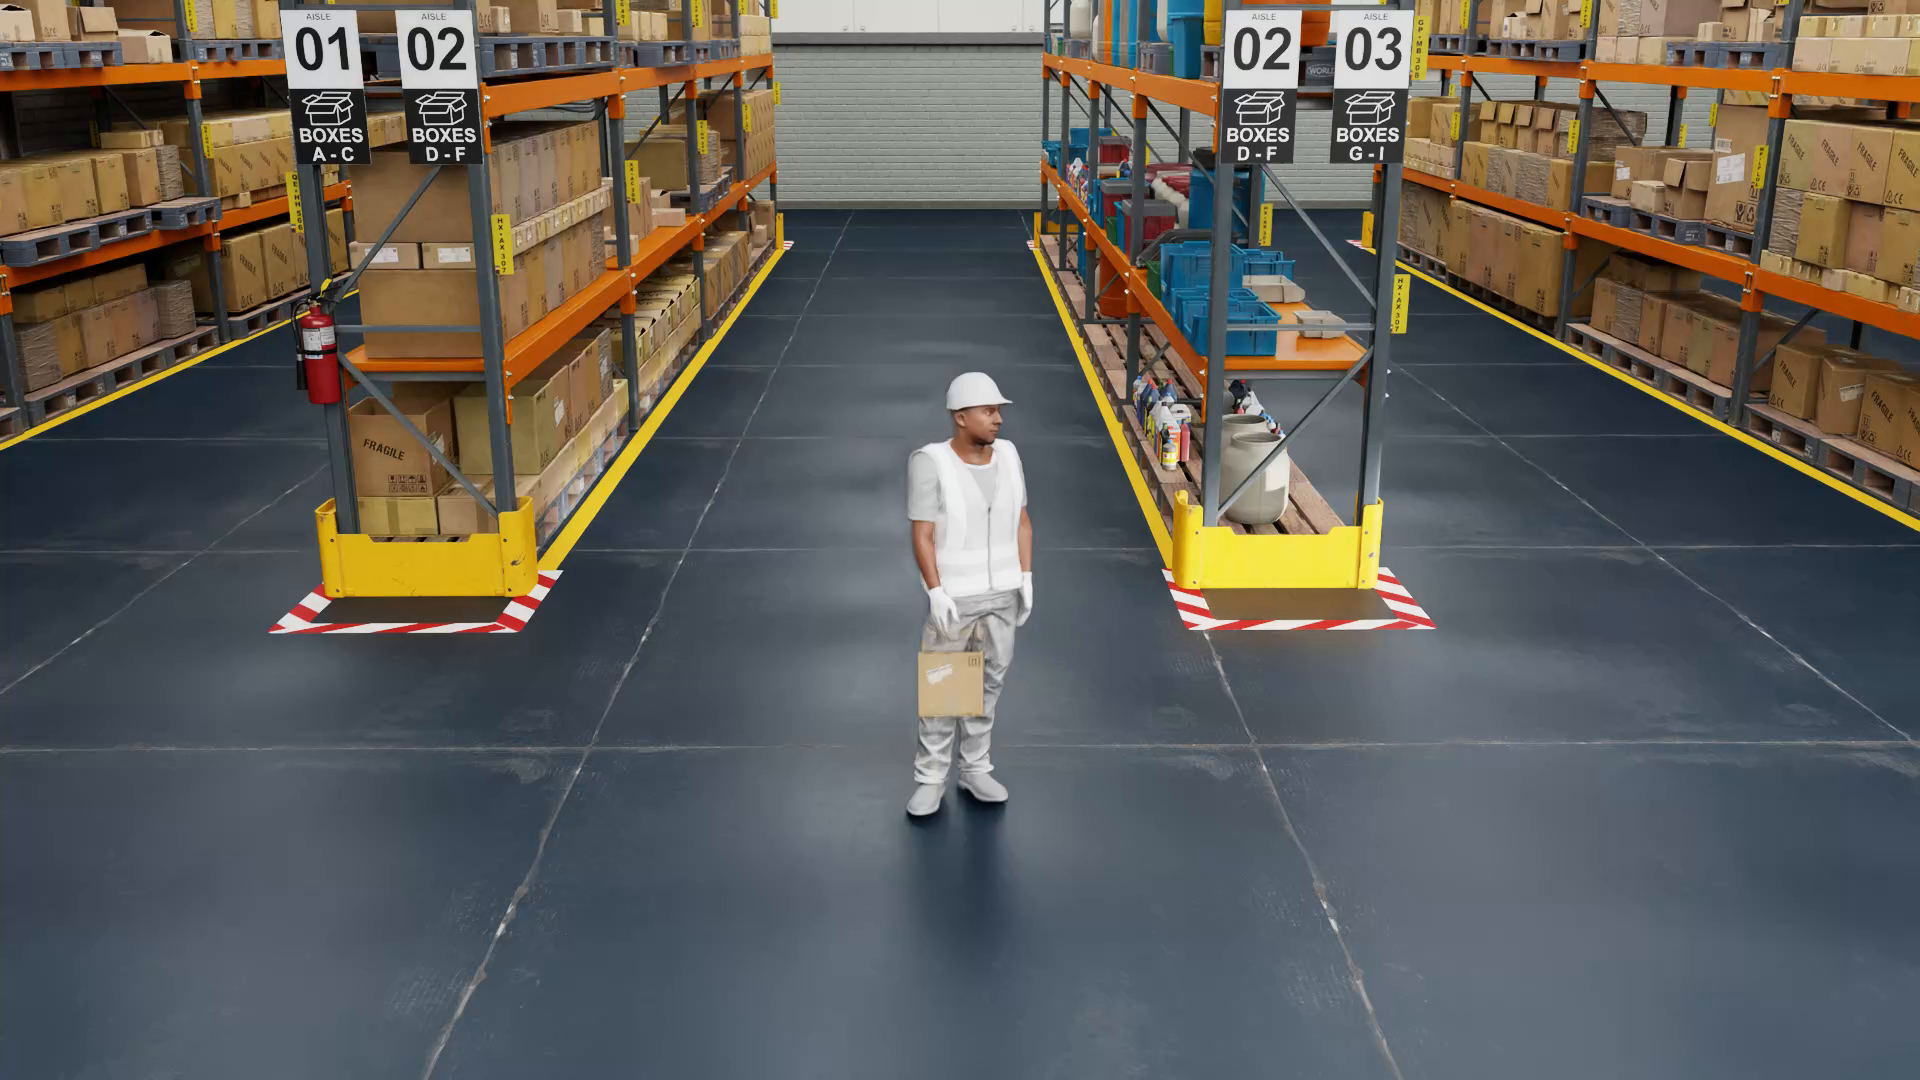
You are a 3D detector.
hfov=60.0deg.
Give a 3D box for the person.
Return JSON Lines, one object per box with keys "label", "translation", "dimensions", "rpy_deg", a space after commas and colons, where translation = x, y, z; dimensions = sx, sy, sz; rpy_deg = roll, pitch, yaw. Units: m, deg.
{"label": "person", "translation": [0.036, 0.220, 6.735], "dimensions": [0.613, 1.788, 0.432], "rpy_deg": [-9, 19, -28]}
